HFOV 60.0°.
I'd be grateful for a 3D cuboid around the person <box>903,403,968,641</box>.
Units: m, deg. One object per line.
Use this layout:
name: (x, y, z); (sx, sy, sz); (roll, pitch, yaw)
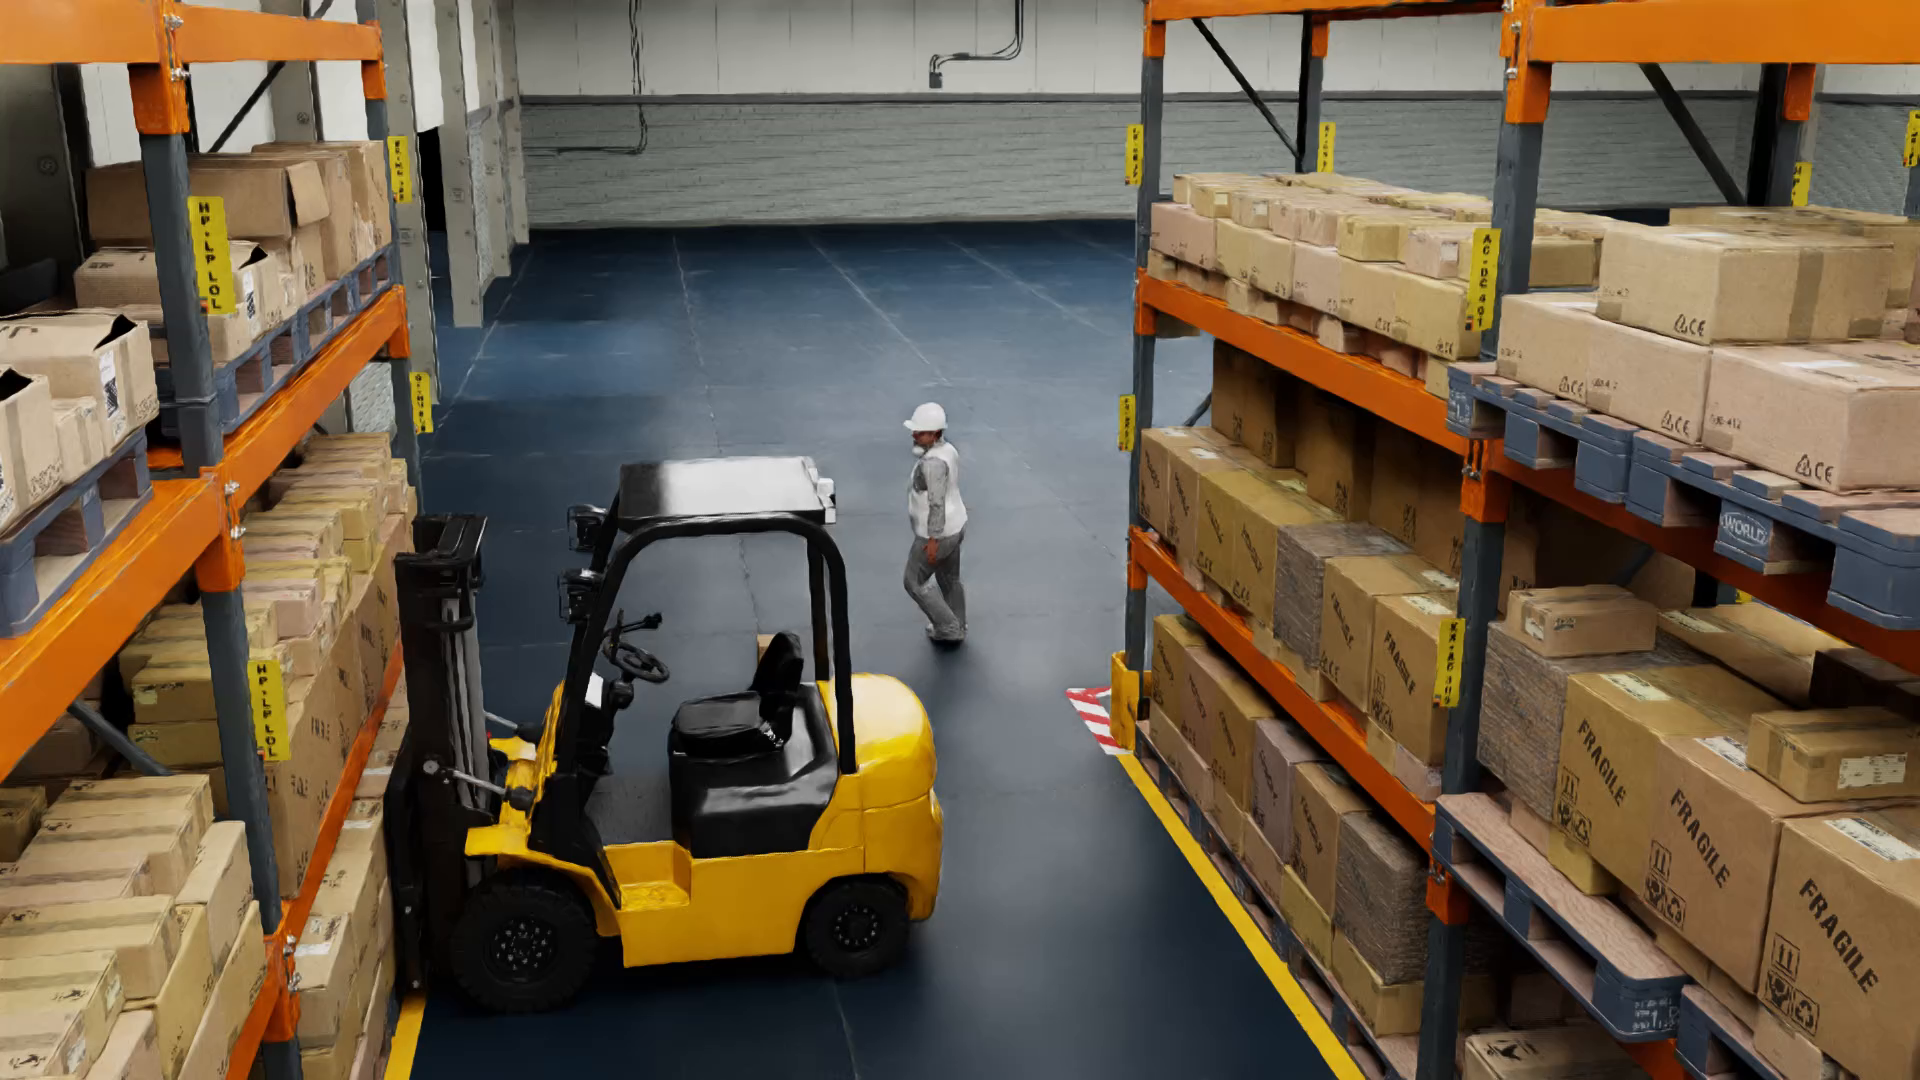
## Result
person: (-0.169, -0.089, 11.303); (0.426, 1.747, 0.657); (4, 17, 15)
